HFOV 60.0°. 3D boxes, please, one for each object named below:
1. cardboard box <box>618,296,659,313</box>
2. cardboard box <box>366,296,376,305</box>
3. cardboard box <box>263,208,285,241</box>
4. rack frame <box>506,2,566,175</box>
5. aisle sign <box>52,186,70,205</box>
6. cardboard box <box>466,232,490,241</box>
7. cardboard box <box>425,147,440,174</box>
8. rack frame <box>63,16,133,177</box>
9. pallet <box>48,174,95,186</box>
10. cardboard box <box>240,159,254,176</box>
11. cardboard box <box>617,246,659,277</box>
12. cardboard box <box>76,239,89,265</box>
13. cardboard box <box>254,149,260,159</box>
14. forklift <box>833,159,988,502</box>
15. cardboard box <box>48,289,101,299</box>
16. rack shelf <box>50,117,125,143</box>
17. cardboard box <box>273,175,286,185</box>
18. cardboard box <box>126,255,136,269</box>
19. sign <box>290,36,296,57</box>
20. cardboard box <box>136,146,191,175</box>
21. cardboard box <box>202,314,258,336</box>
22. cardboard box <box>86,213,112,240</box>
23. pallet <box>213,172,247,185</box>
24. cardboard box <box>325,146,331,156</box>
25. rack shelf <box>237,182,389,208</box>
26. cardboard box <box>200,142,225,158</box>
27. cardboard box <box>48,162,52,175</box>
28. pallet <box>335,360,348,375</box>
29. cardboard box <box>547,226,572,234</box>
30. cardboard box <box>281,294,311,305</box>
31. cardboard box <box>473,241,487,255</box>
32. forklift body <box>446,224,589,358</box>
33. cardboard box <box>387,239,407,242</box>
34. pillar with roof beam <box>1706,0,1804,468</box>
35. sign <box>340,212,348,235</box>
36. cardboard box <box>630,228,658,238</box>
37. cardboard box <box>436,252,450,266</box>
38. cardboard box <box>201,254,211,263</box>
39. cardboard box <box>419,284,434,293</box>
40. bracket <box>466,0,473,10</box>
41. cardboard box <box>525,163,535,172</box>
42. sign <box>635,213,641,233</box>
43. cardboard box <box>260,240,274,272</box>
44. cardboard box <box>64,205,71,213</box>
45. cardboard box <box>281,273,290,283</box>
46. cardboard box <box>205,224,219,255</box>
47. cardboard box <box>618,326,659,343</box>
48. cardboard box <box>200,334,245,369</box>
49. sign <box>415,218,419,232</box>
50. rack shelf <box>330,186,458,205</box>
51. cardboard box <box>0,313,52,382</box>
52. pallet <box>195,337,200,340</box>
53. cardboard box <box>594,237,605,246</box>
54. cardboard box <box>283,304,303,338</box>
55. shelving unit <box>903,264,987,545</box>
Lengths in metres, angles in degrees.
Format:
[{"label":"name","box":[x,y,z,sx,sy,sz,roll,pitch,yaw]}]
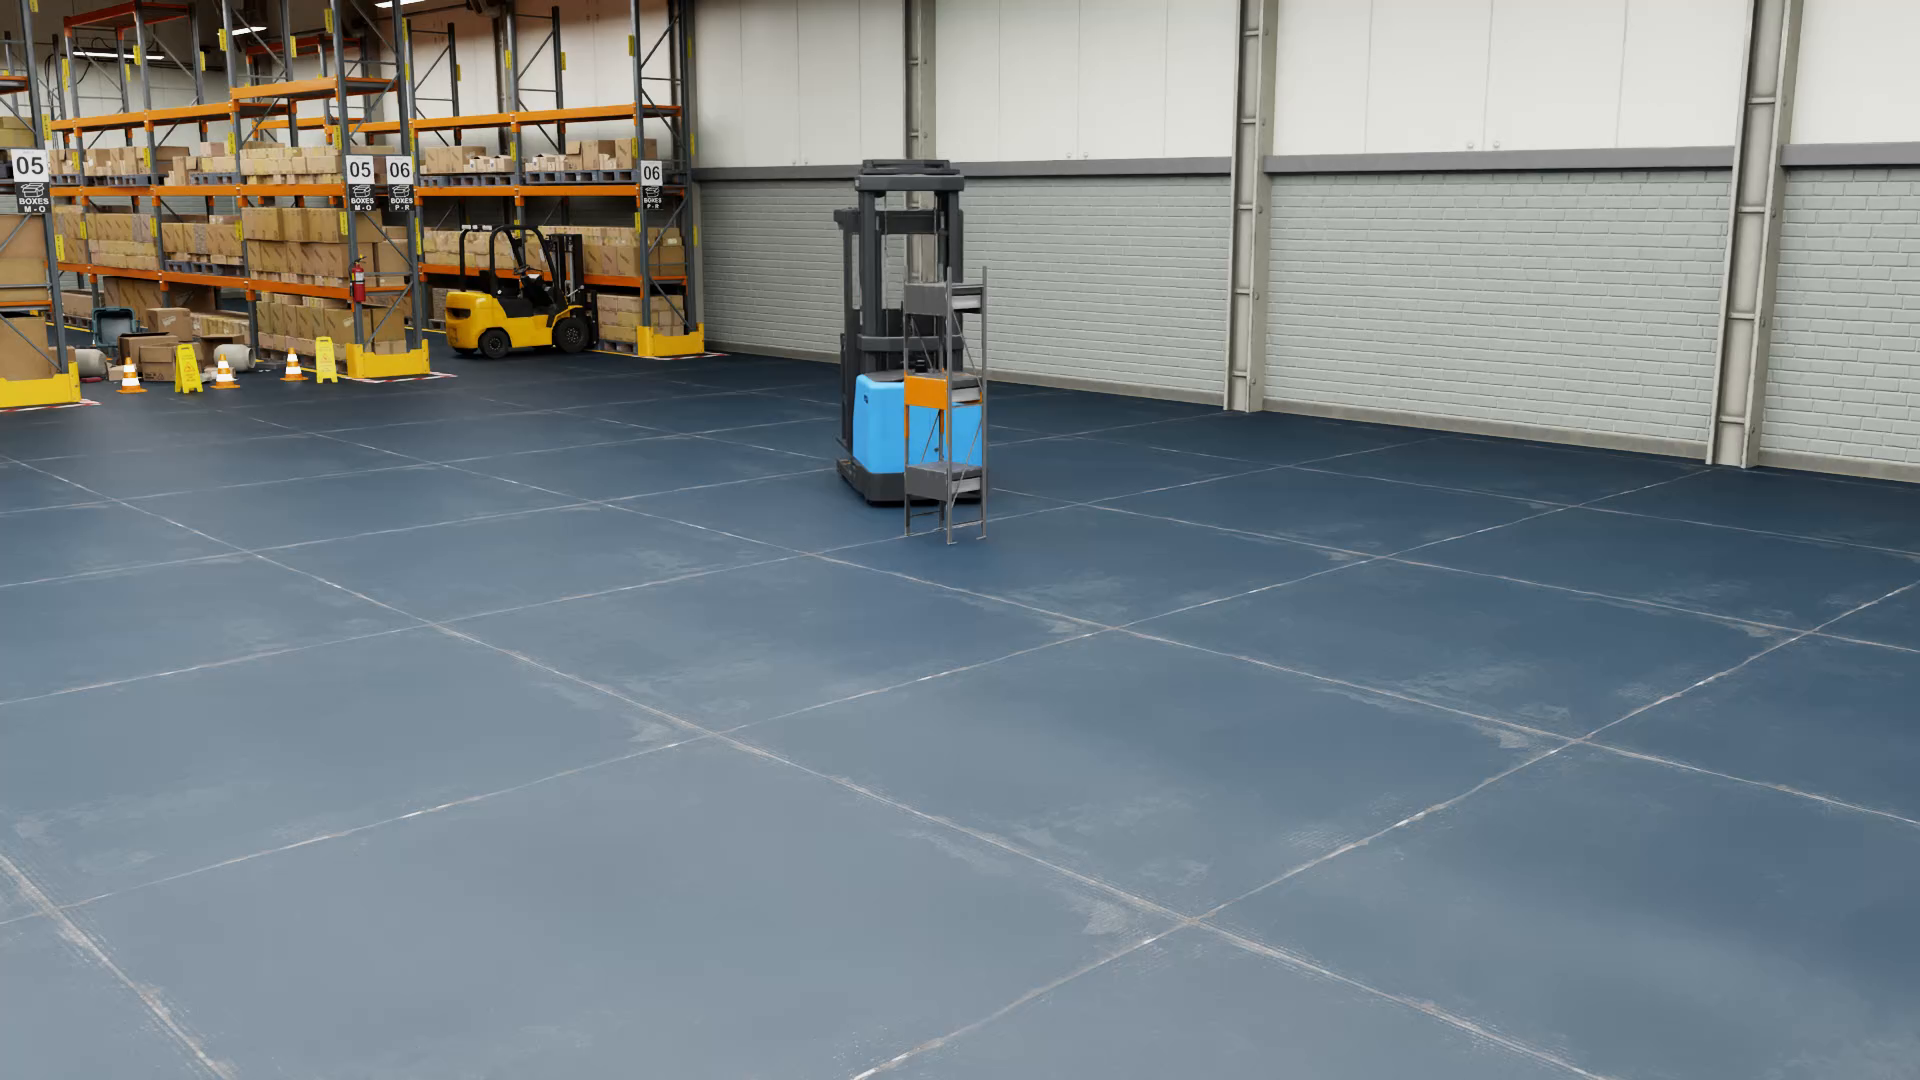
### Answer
[{"label":"cardboard box","box":[-5.452,-3.996,28.169,0.500,0.250,0.500,-10,15,-41]},{"label":"cardboard box","box":[-12.307,-5.104,35.408,0.500,0.500,0.500,11,16,43]},{"label":"cardboard box","box":[-10.447,-4.950,26.043,0.700,0.500,0.500,-11,16,-44]},{"label":"rack frame","box":[-7.670,-8.146,30.147,1.000,3.000,0.127,-11,16,-43]},{"label":"aisle sign","box":[-19.370,-7.593,35.892,0.394,0.787,0.004,-11,16,-43]},{"label":"cardboard box","box":[-9.210,-5.803,31.789,0.250,0.149,0.380,11,16,44]},{"label":"cardboard box","box":[-10.109,-7.424,32.543,0.500,0.500,0.500,-11,16,-42]},{"label":"rack frame","box":[-16.783,-8.621,32.454,1.000,3.000,0.127,-11,16,-43]},{"label":"pallet","box":[-18.178,-7.407,34.217,1.003,0.211,1.213,-11,16,-43]},{"label":"cardboard box","box":[-11.152,-5.954,26.578,0.500,0.250,0.500,-11,16,-44]},{"label":"cardboard box","box":[-5.438,-4.708,28.080,0.500,0.500,0.500,-11,16,-44]},{"label":"cardboard box","box":[-17.288,-5.764,33.205,0.500,0.500,0.500,-11,16,-42]},{"label":"cardboard box","box":[-10.900,-6.087,26.233,0.250,0.149,0.380,11,16,43]},{"label":"forklift","box":[-0.562,-2.011,15.408,1.130,2.935,3.031,-2,12,-12]},{"label":"cardboard box","box":[-19.017,-5.135,35.709,0.875,0.438,0.875,11,16,43]},{"label":"rack shelf","box":[-18.164,-8.364,33.984,1.077,0.370,4.000,-11,16,-43]},{"label":"cardboard box","box":[-10.393,-5.581,25.756,0.380,0.149,0.250,-11,16,-44]},{"label":"cardboard box","box":[-15.257,-5.211,31.143,0.500,0.250,0.500,-11,16,-43]},{"label":"sign","box":[-10.853,-8.022,27.039,0.100,0.325,0.005,-11,16,-43]},{"label":"cardboard box","box":[-14.390,-6.858,30.036,0.637,0.503,0.797,11,16,42]},{"label":"cardboard box","box":[-12.602,-3.716,28.984,0.950,0.372,0.625,-10,15,-41]},{"label":"cardboard box","box":[-16.687,-6.117,32.443,0.500,0.500,0.500,-11,16,-42]},{"label":"pallet","box":[-11.607,-5.997,27.618,1.213,0.211,1.003,-11,16,-43]},{"label":"cardboard box","box":[-9.093,-5.719,24.450,0.380,0.149,0.250,-11,16,-42]},{"label":"rack shelf","box":[-9.877,-5.340,25.746,1.077,0.370,4.000,-11,16,-43]},{"label":"cardboard box","box":[-12.471,-6.574,28.045,0.500,0.250,0.500,-11,16,-42]},{"label":"cardboard box","box":[-18.547,-7.721,34.453,0.500,0.311,0.500,-11,16,-42]},{"label":"pallet","box":[-9.083,-2.700,25.494,1.003,0.211,1.213,-11,16,-43]},{"label":"cardboard box","box":[-7.133,-5.518,29.670,0.380,0.149,0.250,-10,16,-41]},{"label":"cardboard box","box":[-10.458,-3.795,26.205,0.380,0.149,0.250,-10,15,-39]},{"label":"cardboard box","box":[-8.904,-5.564,31.618,0.500,0.250,0.500,-10,16,-41]},{"label":"forklift body","box":[-7.537,-4.230,28.114,2.313,2.155,1.214,-11,16,-43]},{"label":"cardboard box","box":[-11.395,-6.032,34.087,0.500,0.250,0.500,11,16,42]},{"label":"pillar with roof beam","box":[4.580,-4.562,12.754,9.100,9.000,0.400,-11,16,-43]},{"label":"sign","box":[-8.911,-4.579,24.049,0.100,0.325,0.005,-11,16,-43]},{"label":"cardboard box","box":[-5.308,-5.159,27.925,0.380,0.149,0.250,-11,16,-42]},{"label":"cardboard box","box":[-9.959,-5.545,32.762,0.500,0.250,0.500,-11,16,-44]},{"label":"cardboard box","box":[-12.849,-4.865,28.676,0.380,0.149,0.250,-10,15,-41]},{"label":"cardboard box","box":[-10.957,-5.127,33.909,0.250,0.149,0.380,11,16,42]},{"label":"bracket","box":[-9.424,-10.439,32.358,0.235,0.232,0.430,-11,16,-43]},{"label":"cardboard box","box":[-7.580,-6.700,29.900,0.380,0.149,0.250,-10,16,-41]},{"label":"sign","box":[-5.310,-5.233,27.421,0.100,0.325,0.005,-11,16,-43]},{"label":"cardboard box","box":[-10.792,-4.537,26.513,0.500,0.500,0.500,-11,16,-43]},{"label":"cardboard box","box":[-17.881,-6.697,33.650,0.380,0.149,0.250,-11,16,-43]},{"label":"cardboard box","box":[-10.396,-4.113,26.065,0.380,0.149,0.250,-11,16,-42]},{"label":"cardboard box","box":[-12.438,-5.099,28.202,0.500,0.500,0.500,-10,15,-41]},{"label":"cardboard box","box":[-5.461,-3.507,28.273,0.500,0.250,0.500,-11,16,-42]},{"label":"cardboard box","box":[-11.502,-2.946,25.965,0.500,0.500,0.500,-1,12,-4]},{"label":"sign","box":[-10.819,-6.242,33.104,0.100,0.325,0.005,-11,16,-43]},{"label":"rack shelf","box":[-11.814,-7.200,34.773,1.077,0.370,4.000,-11,16,-43]},{"label":"cardboard box","box":[-12.522,-2.481,21.747,0.875,0.875,0.875,-11,16,-42]},{"label":"pallet","box":[-12.643,-3.441,29.089,1.003,0.211,1.213,-11,16,-43]},{"label":"cardboard box","box":[-6.065,-5.151,28.626,0.250,0.149,0.380,11,16,43]},{"label":"cardboard box","box":[-10.311,-3.465,26.212,0.500,0.500,0.500,-10,15,-40]},{"label":"shelving unit","box":[-0.114,-1.053,12.817,0.431,2.100,0.503,-11,16,-43]}]
